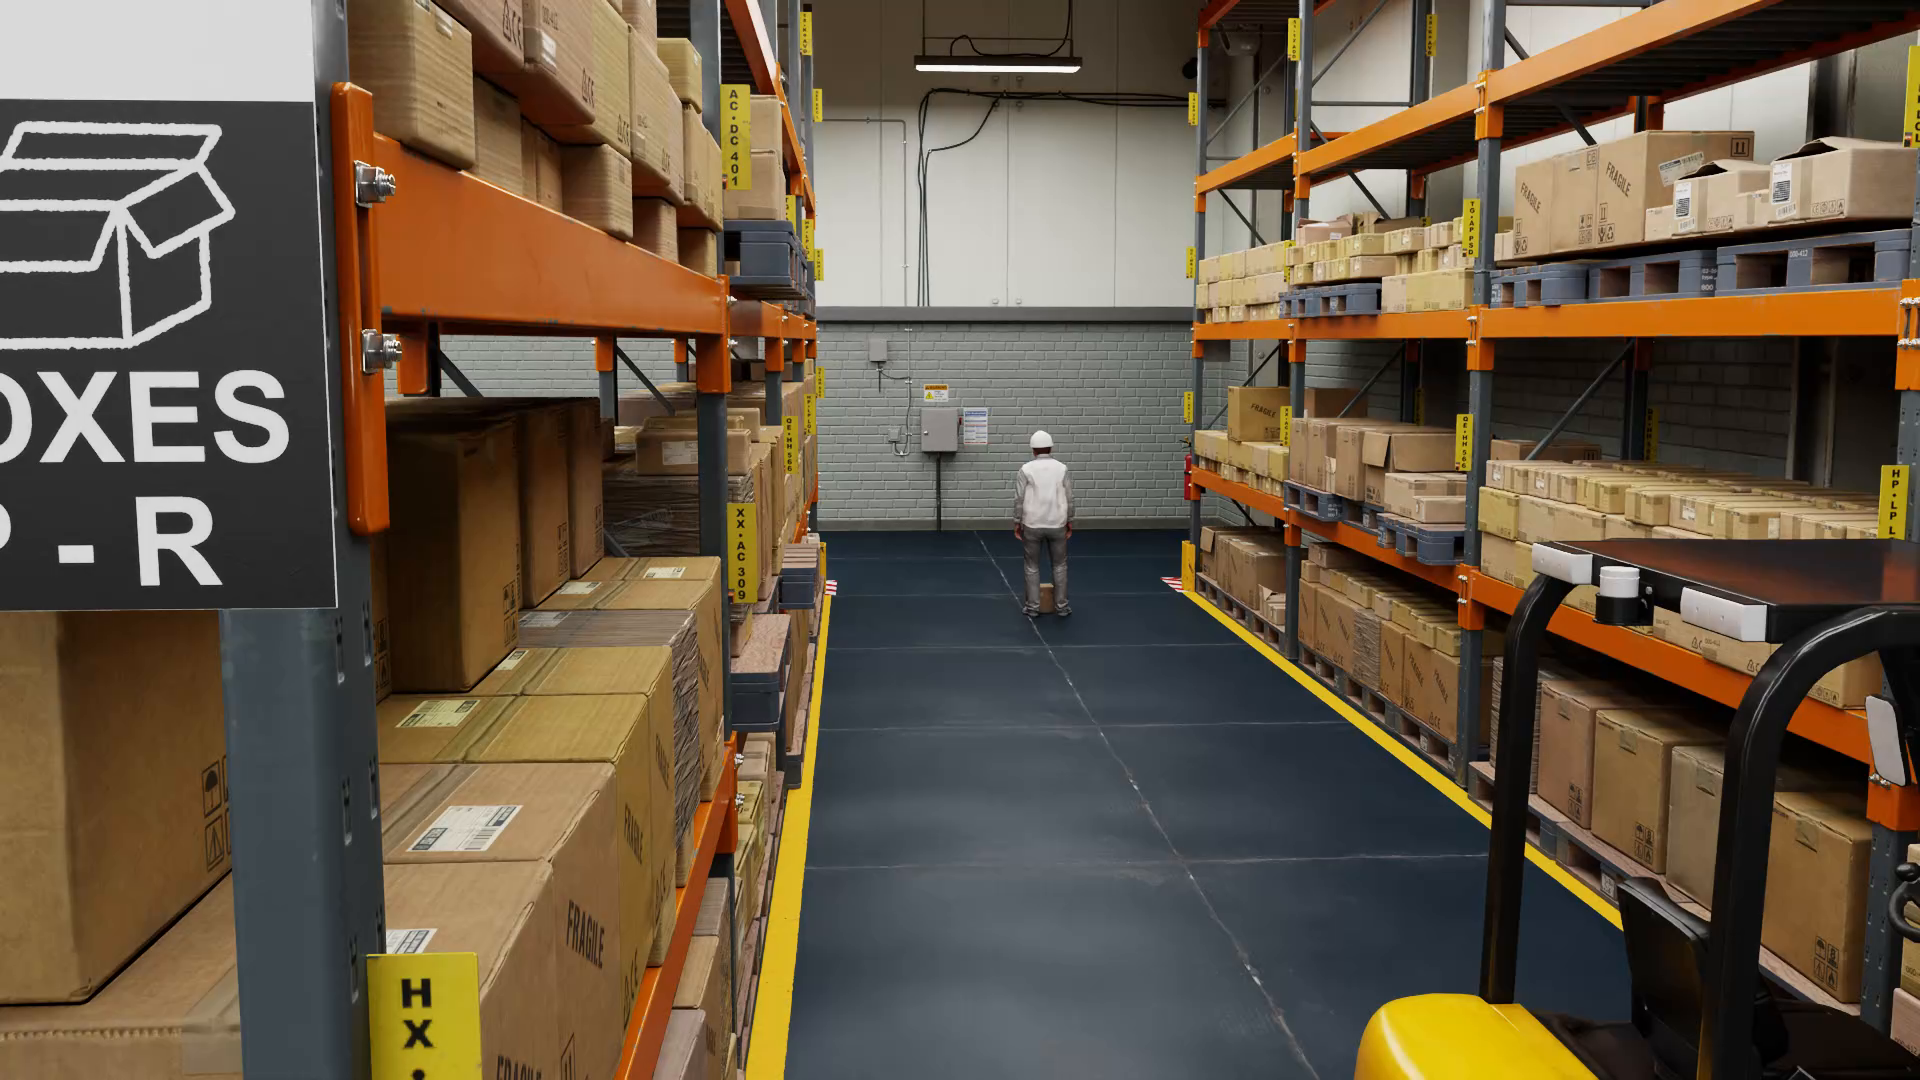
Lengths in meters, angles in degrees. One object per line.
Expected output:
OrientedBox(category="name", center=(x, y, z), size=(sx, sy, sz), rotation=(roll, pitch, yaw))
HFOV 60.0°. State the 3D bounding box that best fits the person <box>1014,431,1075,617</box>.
OrientedBox(category="person", center=(0.804, -0.156, 15.939), size=(0.588, 1.771, 0.464), rotation=(-1, 7, -5))
